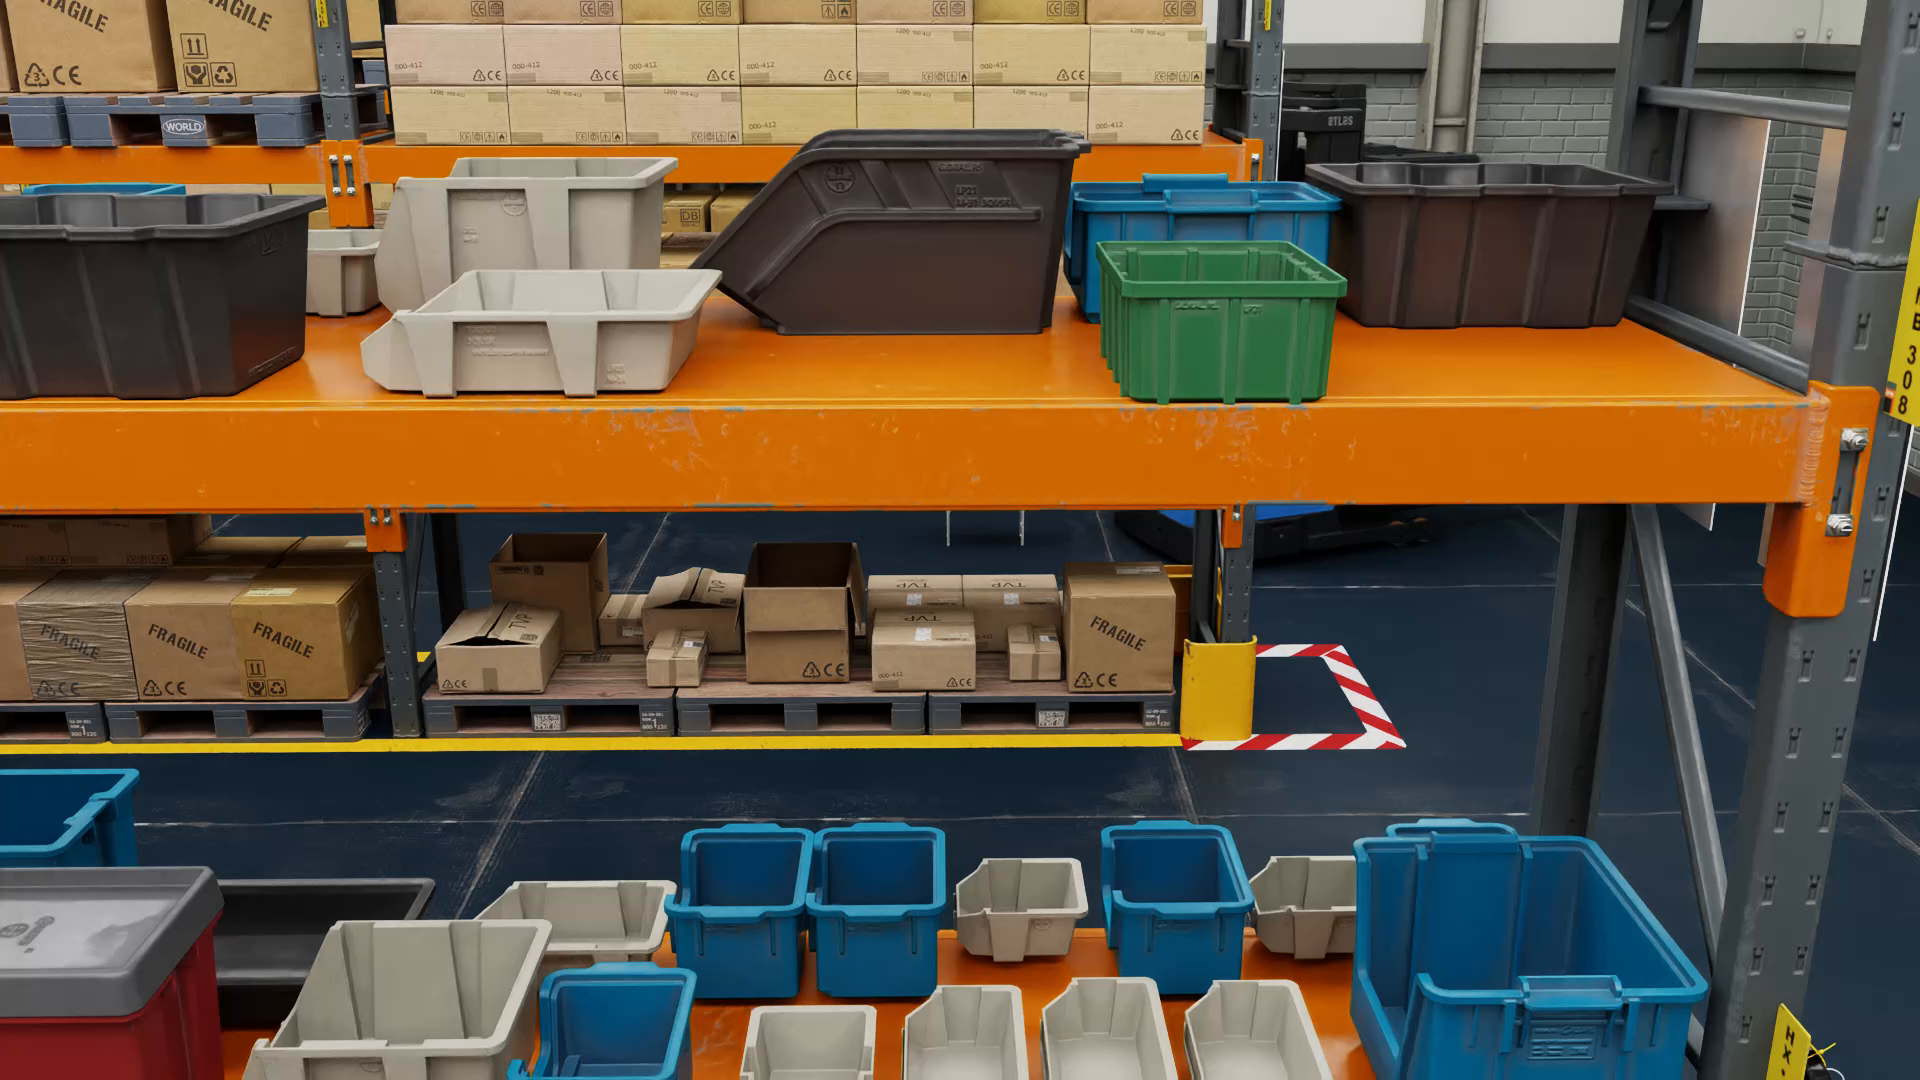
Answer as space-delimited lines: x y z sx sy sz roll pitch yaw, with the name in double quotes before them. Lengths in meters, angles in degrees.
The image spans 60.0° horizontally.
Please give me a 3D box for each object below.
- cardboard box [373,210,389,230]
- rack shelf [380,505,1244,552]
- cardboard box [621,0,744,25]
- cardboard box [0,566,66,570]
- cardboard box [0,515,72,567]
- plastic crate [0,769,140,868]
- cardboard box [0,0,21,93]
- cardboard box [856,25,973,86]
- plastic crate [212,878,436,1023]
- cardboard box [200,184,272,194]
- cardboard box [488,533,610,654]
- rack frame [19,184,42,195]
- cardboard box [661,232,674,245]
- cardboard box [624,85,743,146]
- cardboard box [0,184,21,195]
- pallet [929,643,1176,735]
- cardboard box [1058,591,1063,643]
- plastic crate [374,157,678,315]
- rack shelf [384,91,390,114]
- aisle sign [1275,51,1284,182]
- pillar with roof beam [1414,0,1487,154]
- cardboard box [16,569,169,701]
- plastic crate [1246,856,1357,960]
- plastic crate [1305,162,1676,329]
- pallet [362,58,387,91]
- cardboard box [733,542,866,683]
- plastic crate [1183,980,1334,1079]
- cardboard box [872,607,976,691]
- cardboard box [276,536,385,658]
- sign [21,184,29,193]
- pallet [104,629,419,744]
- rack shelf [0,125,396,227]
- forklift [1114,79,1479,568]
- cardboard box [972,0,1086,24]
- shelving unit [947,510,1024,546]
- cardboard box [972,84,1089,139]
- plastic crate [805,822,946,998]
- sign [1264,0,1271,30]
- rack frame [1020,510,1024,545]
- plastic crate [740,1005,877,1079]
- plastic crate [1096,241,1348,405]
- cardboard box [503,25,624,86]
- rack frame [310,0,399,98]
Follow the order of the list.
"cardboard box" -4.239 -2.246 12.454 0.500 0.500 0.500 0 18 -1
"rack shelf" -0.687 -0.286 8.205 4.000 0.370 1.077 0 18 -1
"cardboard box" -1.199 -2.548 7.368 0.500 0.500 0.700 0 18 -1
"cardboard box" -4.713 0.299 8.578 0.500 0.500 0.500 -1 18 -3
"cardboard box" -4.676 -0.059 8.467 0.500 0.250 0.500 -1 18 -2
"plastic crate" -2.151 0.767 3.674 0.575 0.384 0.392 0 18 -1
"cardboard box" -4.526 -2.355 7.552 0.600 0.600 0.600 -1 18 -3
"cardboard box" -0.197 -2.149 7.351 0.500 0.250 0.500 0 18 -1
"plastic crate" -1.498 0.909 3.654 0.590 0.125 0.437 0 18 -1
"cardboard box" -5.273 -2.598 12.324 0.500 0.250 0.500 0 18 0
"cardboard box" -2.122 0.273 8.658 0.500 0.500 0.500 0 18 -1
"rack frame" -6.768 -2.112 12.721 0.127 3.000 1.000 0 18 -1
"cardboard box" -1.673 -1.227 8.161 0.500 0.500 0.500 -1 18 -2
"cardboard box" -1.197 -1.905 7.411 0.500 0.250 0.500 0 18 -1
"cardboard box" -7.113 -2.667 12.506 0.250 0.149 0.380 -3 18 -8
"pallet" 0.439 0.695 8.537 1.213 0.211 1.003 0 18 -1
"cardboard box" 0.638 0.400 8.808 0.250 0.166 0.380 0 18 -1
"plastic crate" -0.834 -0.580 3.229 0.530 0.282 0.437 0 18 -1
"rack shelf" -4.769 -3.208 12.403 4.000 0.370 1.077 0 18 -1
"aisle sign" 1.386 -1.782 7.437 0.004 0.787 0.394 0 18 -1
"pillar with roof beam" 3.984 -3.970 8.690 0.400 9.000 9.100 0 18 -1
"cardboard box" -4.172 0.454 8.093 0.500 0.500 0.500 0 18 0
"plastic crate" 0.813 0.849 3.824 0.298 0.136 0.250 0 18 -1
"plastic crate" 0.998 -0.574 3.230 0.590 0.269 0.497 0 18 -1
"pallet" -3.685 -3.449 12.292 1.217 0.209 0.805 -1 18 -3
"cardboard box" -0.809 0.350 8.412 0.637 0.503 0.797 0 18 -1
"plastic crate" 0.574 1.031 3.255 0.243 0.136 0.396 0 18 -1
"cardboard box" -0.178 0.535 8.249 0.500 0.250 0.500 0 18 -1
"cardboard box" -3.175 0.290 8.604 0.500 0.500 0.500 -1 18 -3
"sign" -6.750 -2.460 12.040 0.005 0.325 0.100 0 18 -1
"pallet" -3.500 0.725 8.443 1.213 0.211 1.003 0 18 -1
"rack shelf" -4.687 -1.695 7.687 4.000 0.370 1.077 0 18 -1
"forklift" 2.595 -1.491 10.898 3.031 2.935 1.130 -8 19 -23
"cardboard box" 0.298 -2.606 7.549 0.500 0.500 0.700 0 18 -1
"shelving unit" 0.165 -0.572 10.867 0.503 1.200 0.258 0 18 -1
"cardboard box" 0.303 -1.913 7.434 0.500 0.250 0.500 0 18 -1
"plastic crate" -0.182 0.833 3.715 0.300 0.233 0.416 0 18 -1
"sign" 1.301 -2.318 7.003 0.005 0.325 0.100 0 18 -1
"rack frame" 0.409 -0.573 10.870 0.015 1.200 0.240 0 18 -1
"plastic crate" -0.289 1.044 3.215 0.250 0.136 0.298 0 18 -1
"plastic crate" 0.405 -0.360 2.696 0.336 0.188 0.450 0 18 -1
"cardboard box" -1.697 -2.143 7.333 0.500 0.250 0.500 0 18 -1
"rack frame" -2.687 -3.475 7.149 0.127 3.000 1.000 0 18 -1
